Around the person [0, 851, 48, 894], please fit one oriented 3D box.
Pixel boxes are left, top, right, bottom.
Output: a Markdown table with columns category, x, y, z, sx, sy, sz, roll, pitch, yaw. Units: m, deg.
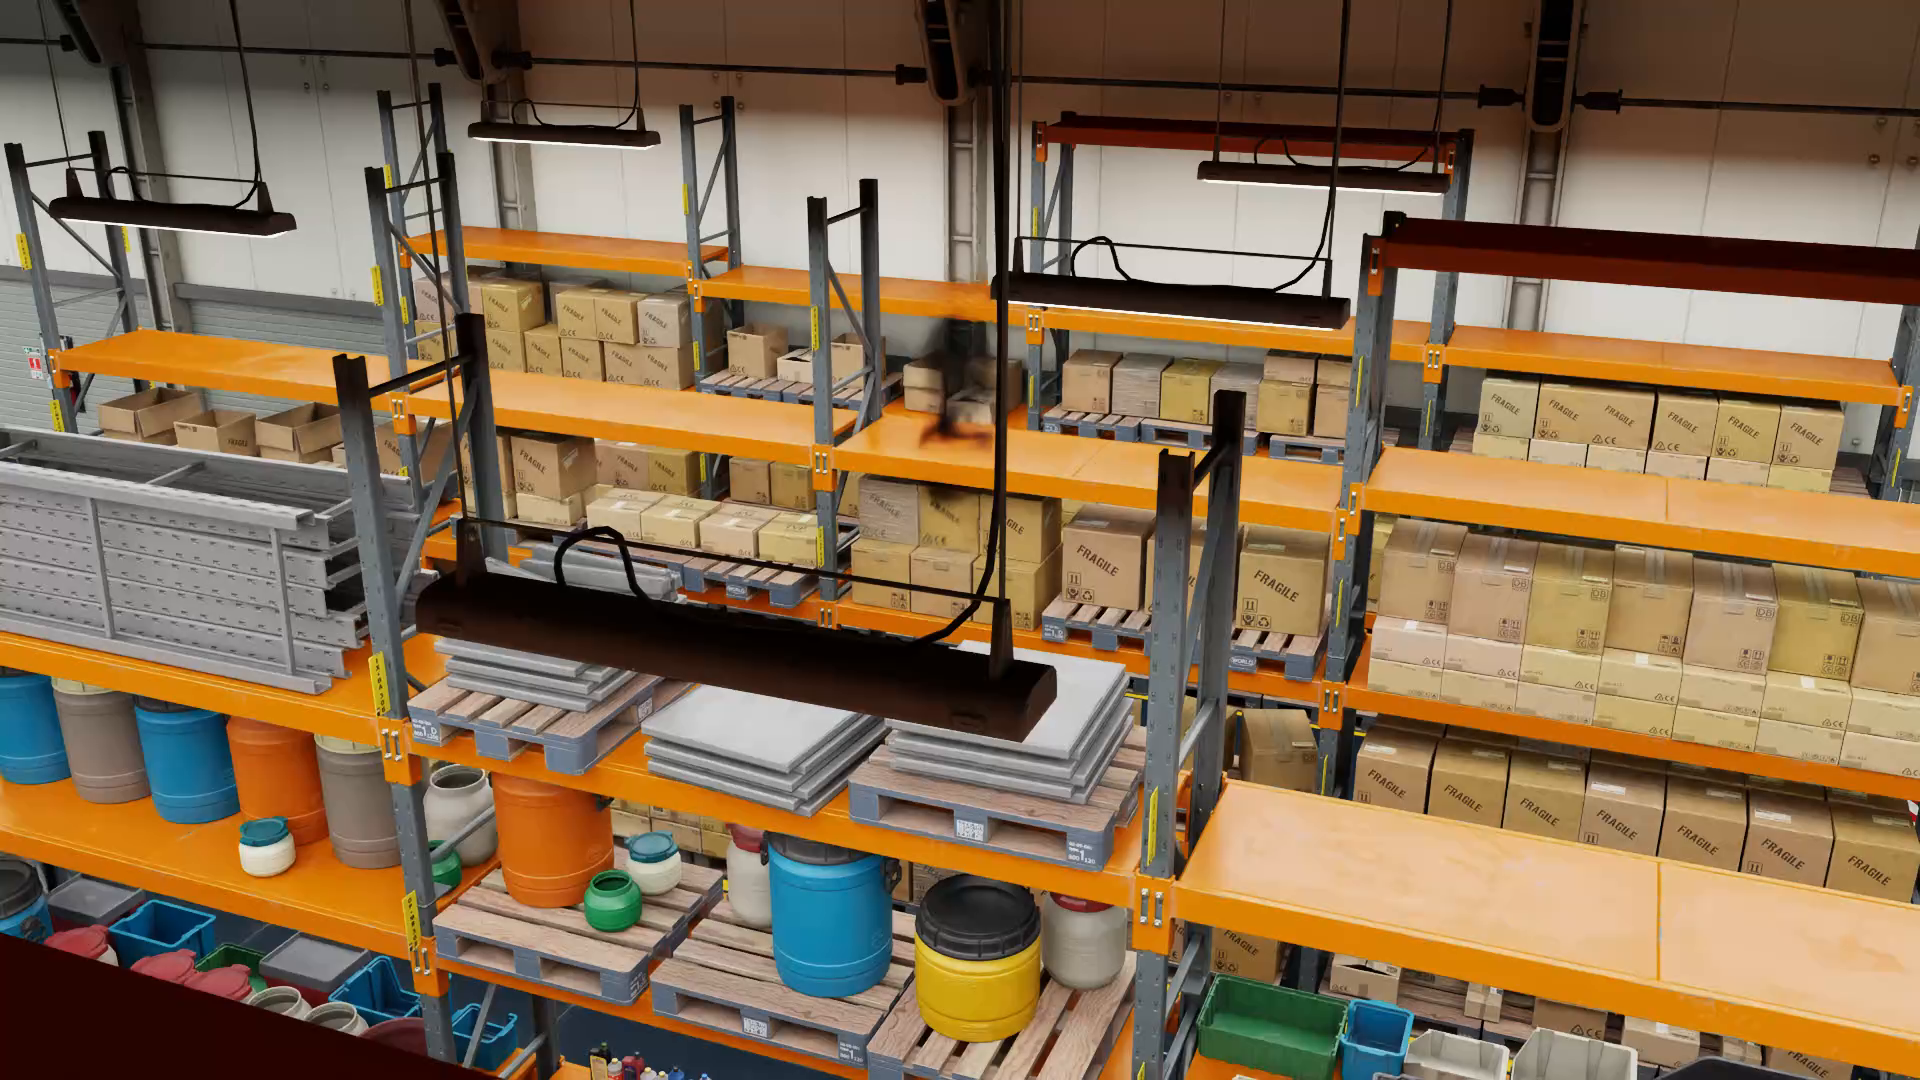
| category | x | y | z | sx | sy | sz | roll | pitch | yaw |
| --- | --- | --- | --- | --- | --- | --- | --- | --- | --- |
| person | -7.892 | 2.383 | 13.798 | 0.785 | 1.682 | 0.581 | 11 | 24 | 27 |
